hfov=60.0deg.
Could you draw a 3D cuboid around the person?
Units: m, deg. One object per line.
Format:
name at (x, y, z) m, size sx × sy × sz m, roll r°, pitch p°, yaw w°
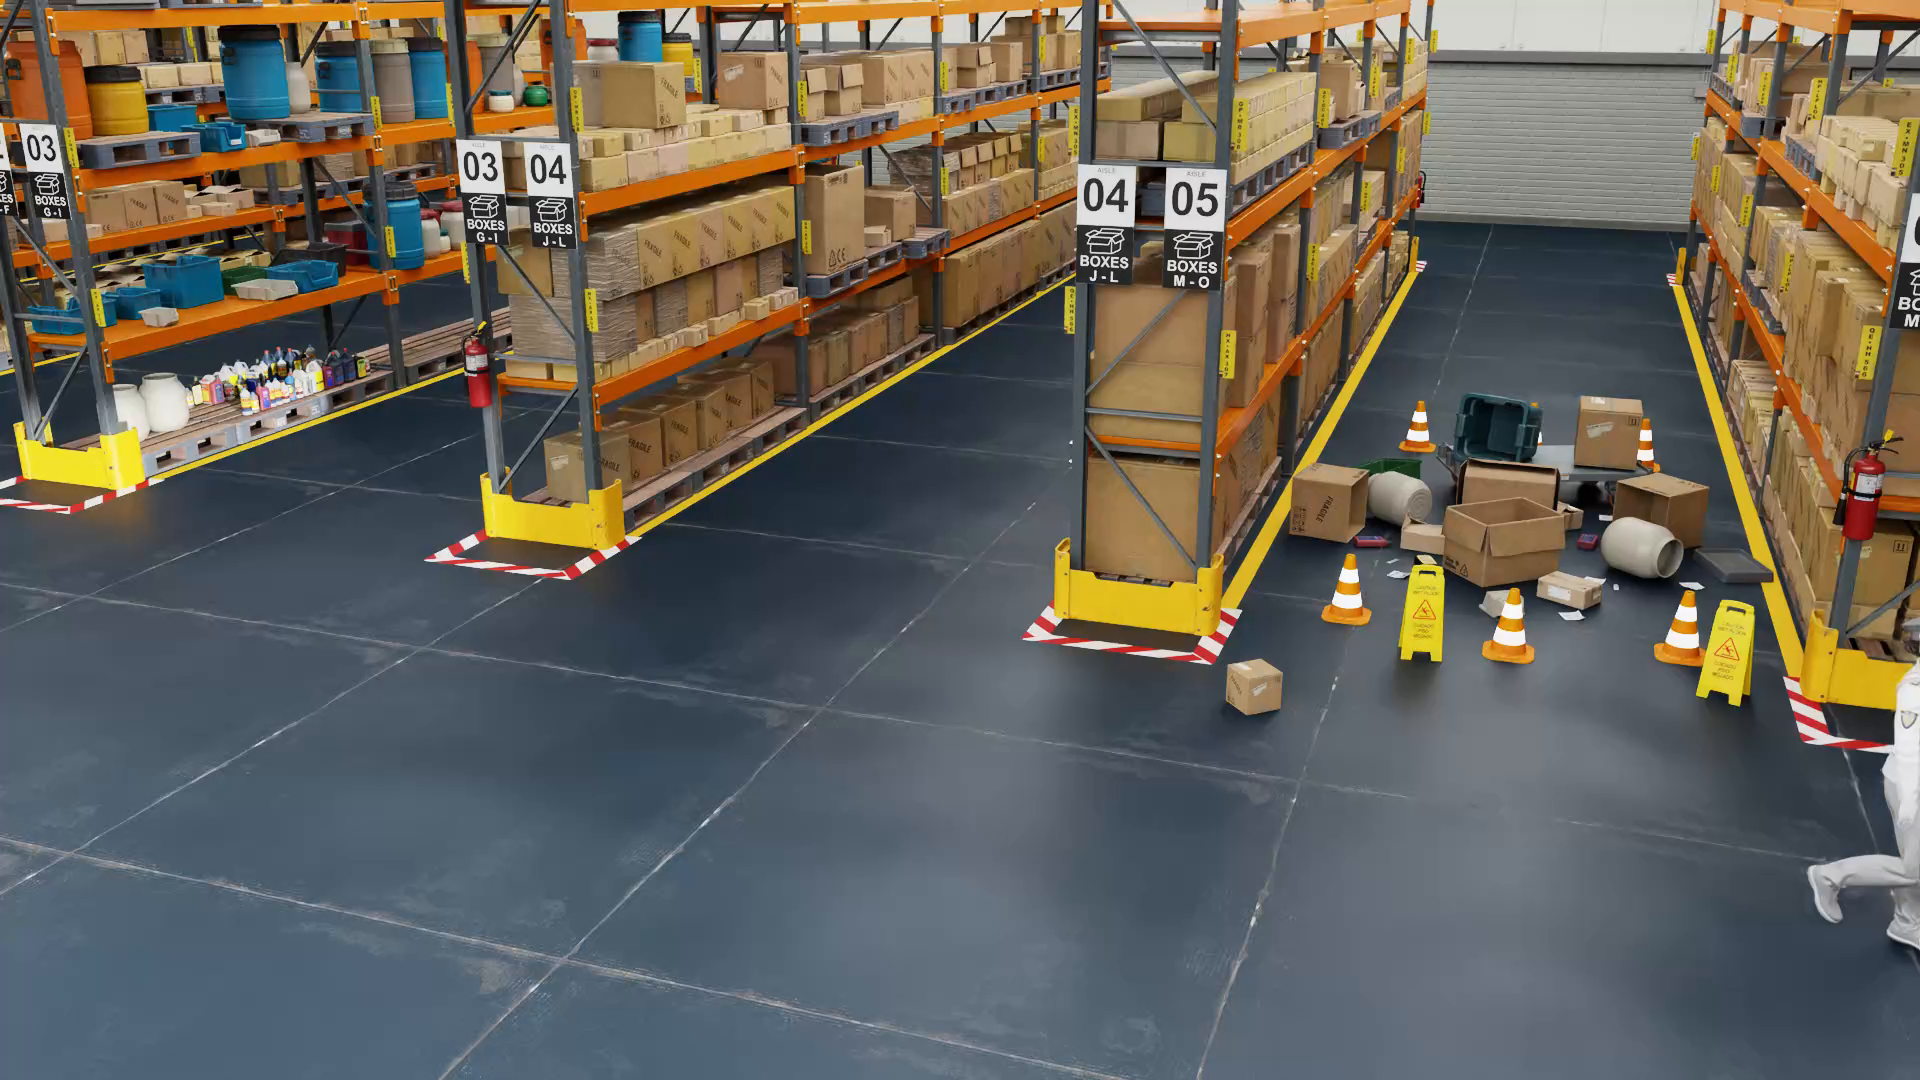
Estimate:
person at (4.388, 1.109, 7.696) m, size 0.633 × 1.675 × 0.492 m, roll 17°, pitch 25°, yaw 41°
